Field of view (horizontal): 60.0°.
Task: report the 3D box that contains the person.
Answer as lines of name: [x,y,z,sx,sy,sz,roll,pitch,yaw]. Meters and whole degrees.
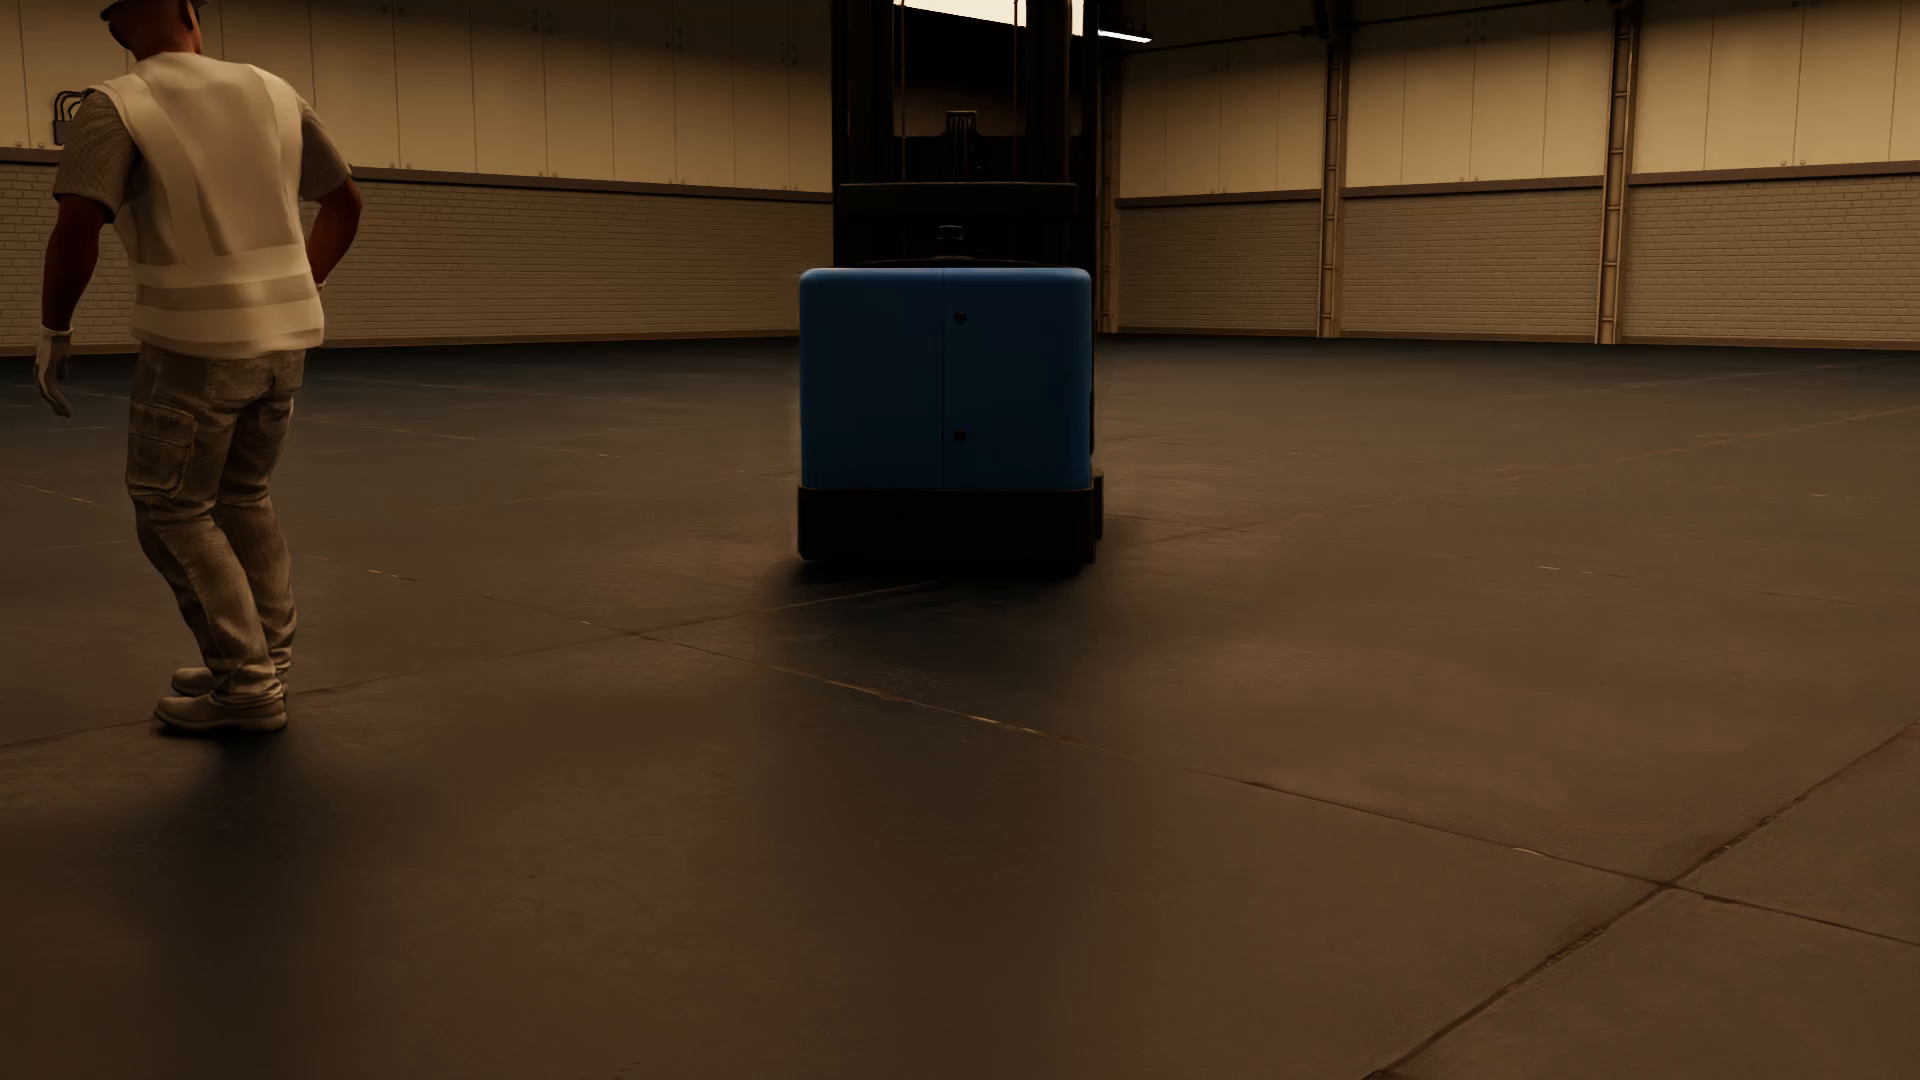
person: [-1.771,-0.445,3.796,0.513,1.752,0.770,3,9,20]

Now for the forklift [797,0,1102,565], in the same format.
forklift: [0.033,-1.540,7.102,1.130,2.935,3.031,1,9,3]
